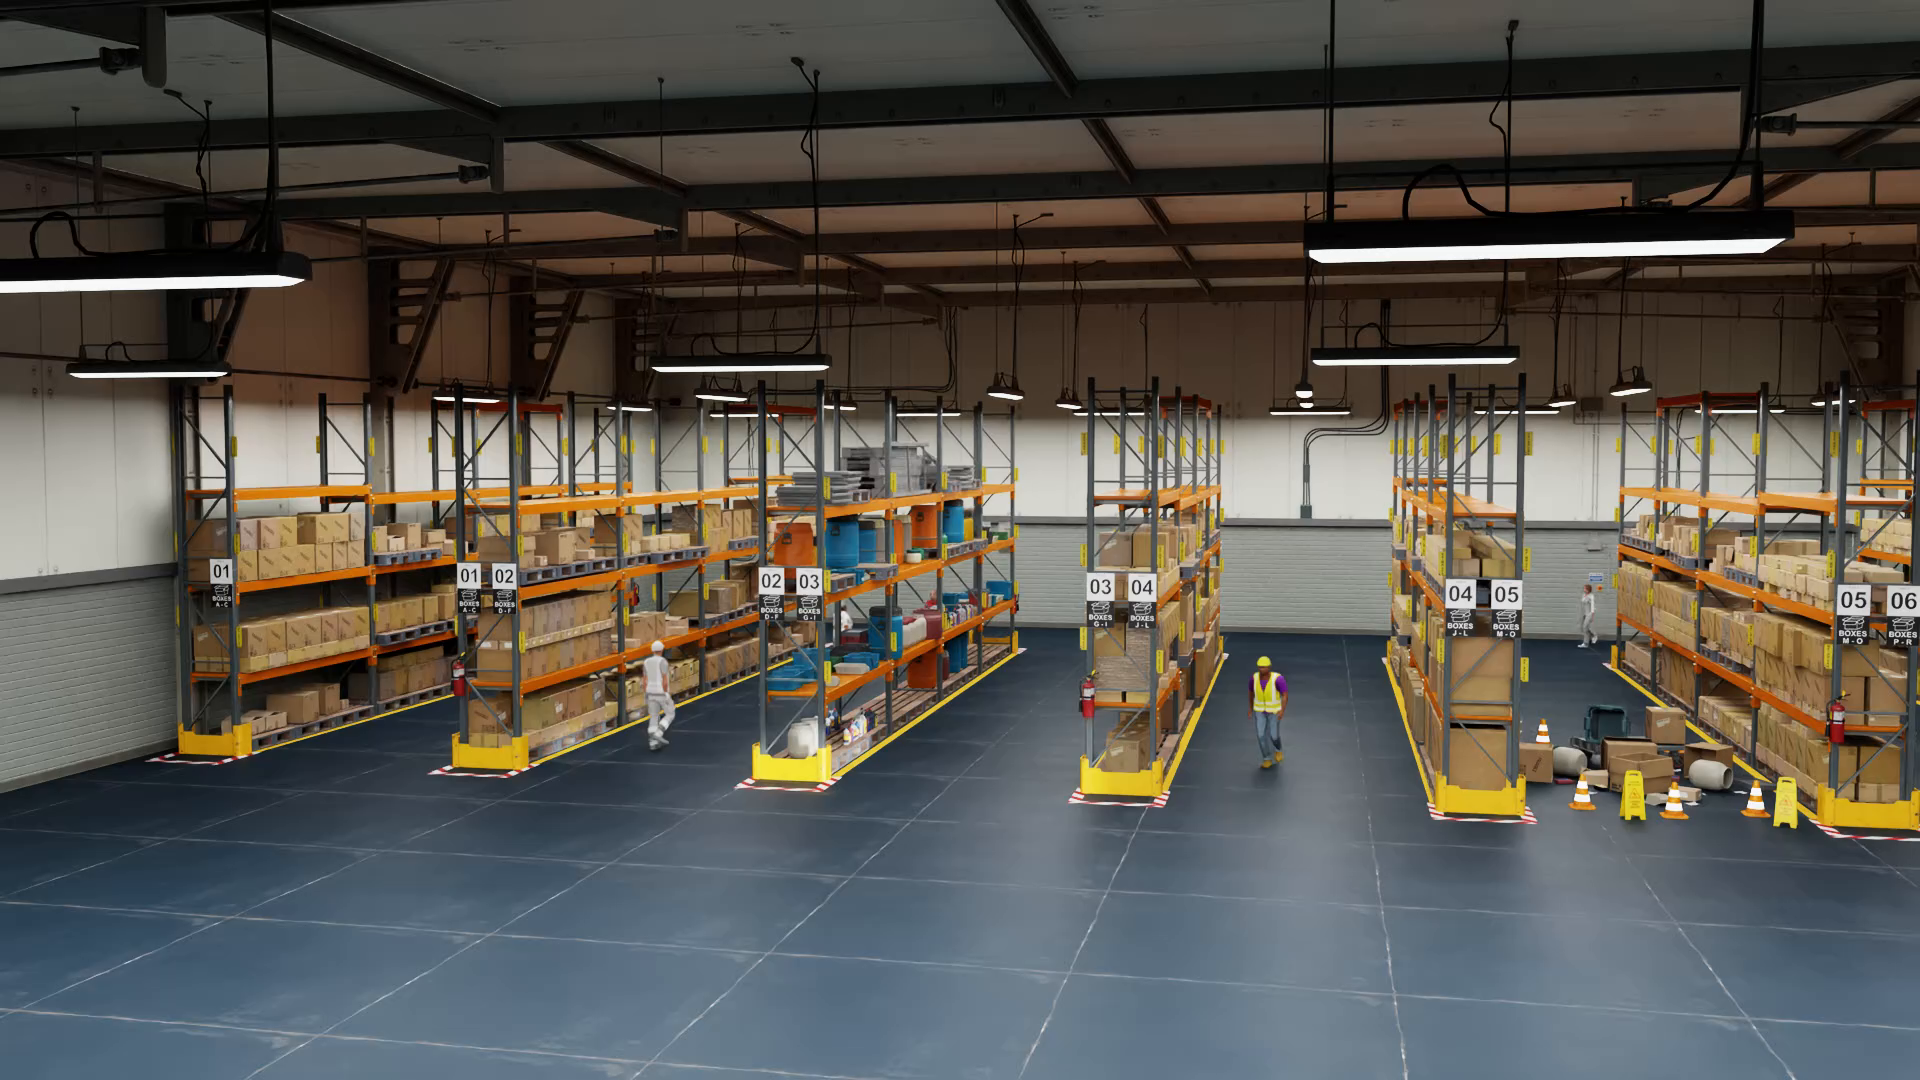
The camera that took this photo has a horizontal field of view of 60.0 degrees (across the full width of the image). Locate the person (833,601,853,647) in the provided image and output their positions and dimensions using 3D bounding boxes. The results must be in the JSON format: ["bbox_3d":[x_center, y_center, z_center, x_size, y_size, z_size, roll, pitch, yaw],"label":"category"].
[{"bbox_3d":[-2.550,2.156,36.147,0.512,1.671,0.532,2,4,25],"label":"person"}]

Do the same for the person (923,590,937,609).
[{"bbox_3d":[-0.608,1.989,38.653,0.535,1.663,1.096,3,4,40],"label":"person"}]

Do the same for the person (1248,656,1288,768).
[{"bbox_3d":[4.840,2.676,26.083,0.636,1.740,0.678,1,4,25],"label":"person"}]

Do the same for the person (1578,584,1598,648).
[{"bbox_3d":[15.654,1.880,41.369,0.659,1.577,0.428,-1,3,-17],"label":"person"}]

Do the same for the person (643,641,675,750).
[{"bbox_3d":[-5.028,2.562,27.548,0.577,1.780,0.493,2,4,26],"label":"person"}]
